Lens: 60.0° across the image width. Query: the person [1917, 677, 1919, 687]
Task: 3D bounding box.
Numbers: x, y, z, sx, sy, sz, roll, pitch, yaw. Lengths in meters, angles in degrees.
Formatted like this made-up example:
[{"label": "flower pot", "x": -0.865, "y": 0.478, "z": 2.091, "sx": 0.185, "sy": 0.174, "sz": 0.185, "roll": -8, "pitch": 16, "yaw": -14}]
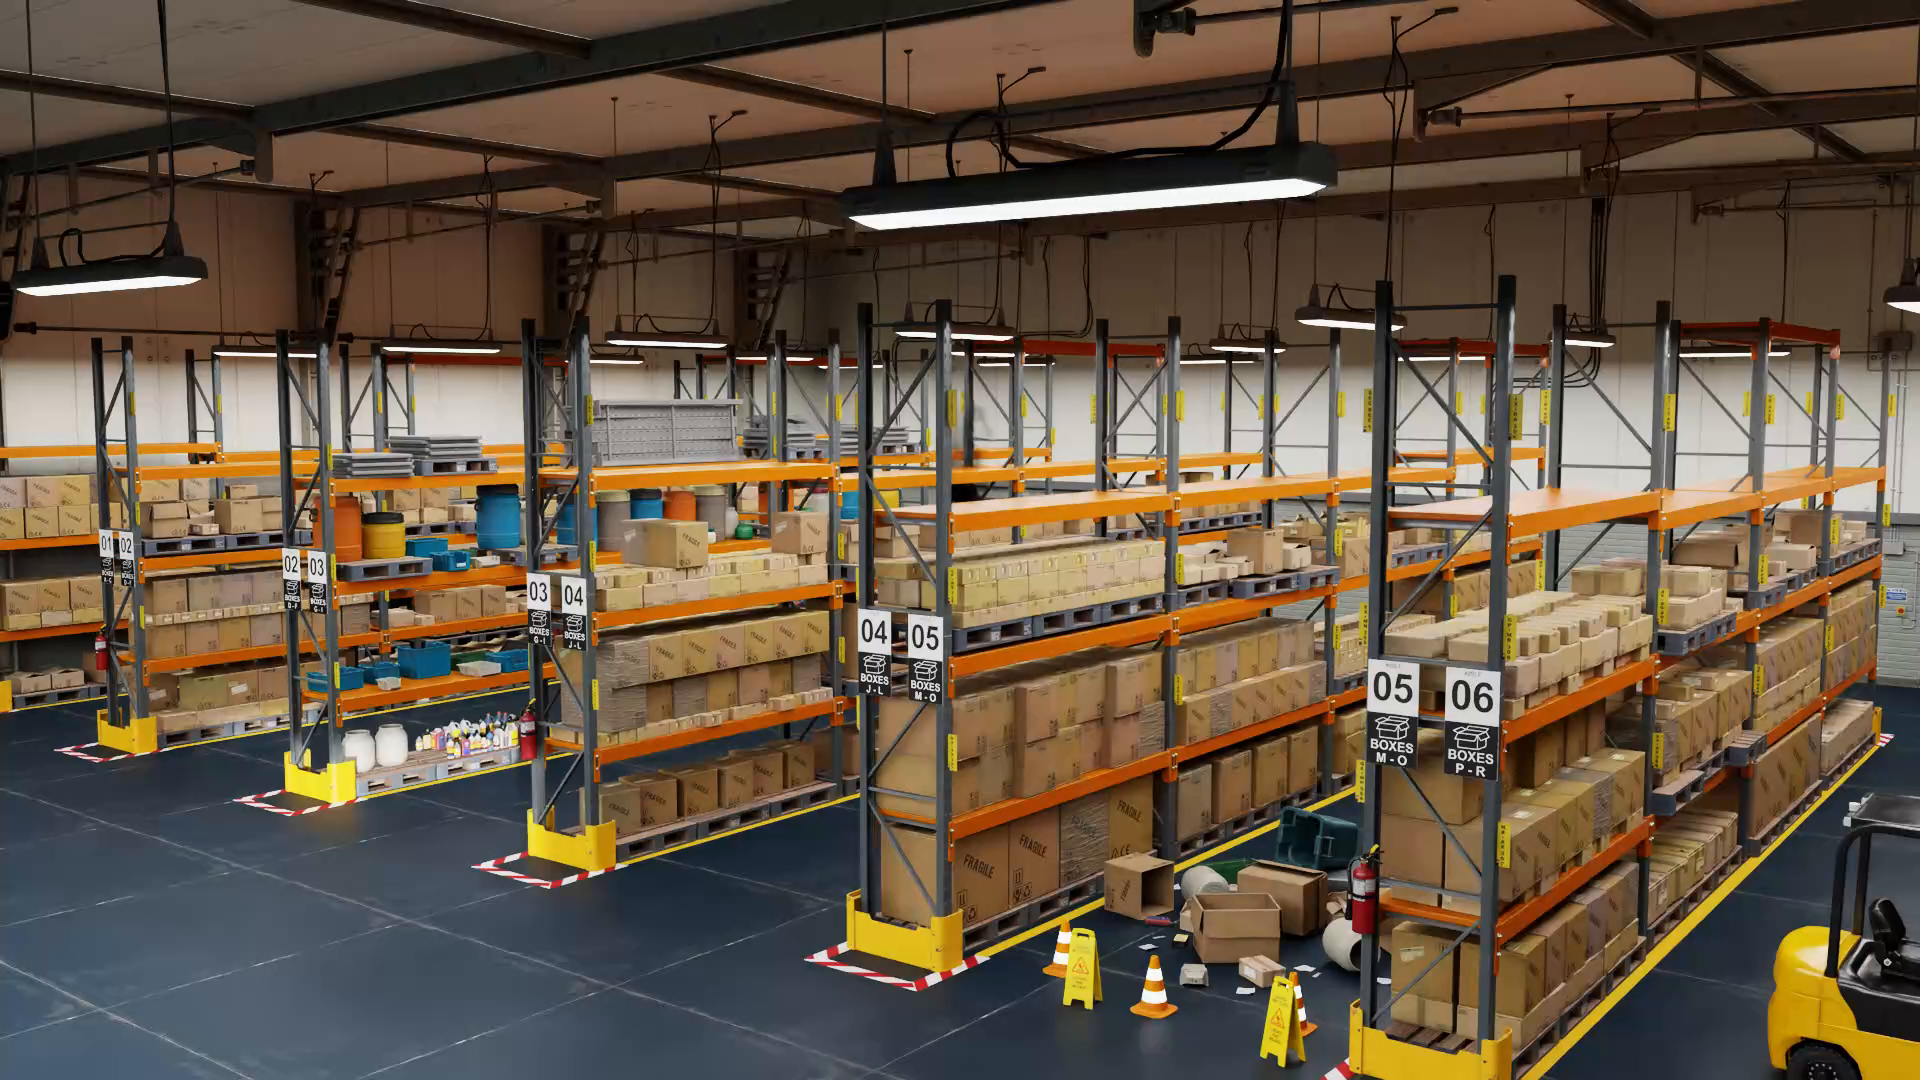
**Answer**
[{"label": "person", "x": 13.930, "y": 2.315, "z": 23.655, "sx": 0.565, "sy": 1.578, "sz": 0.823, "roll": 3, "pitch": 6, "yaw": 29}]
